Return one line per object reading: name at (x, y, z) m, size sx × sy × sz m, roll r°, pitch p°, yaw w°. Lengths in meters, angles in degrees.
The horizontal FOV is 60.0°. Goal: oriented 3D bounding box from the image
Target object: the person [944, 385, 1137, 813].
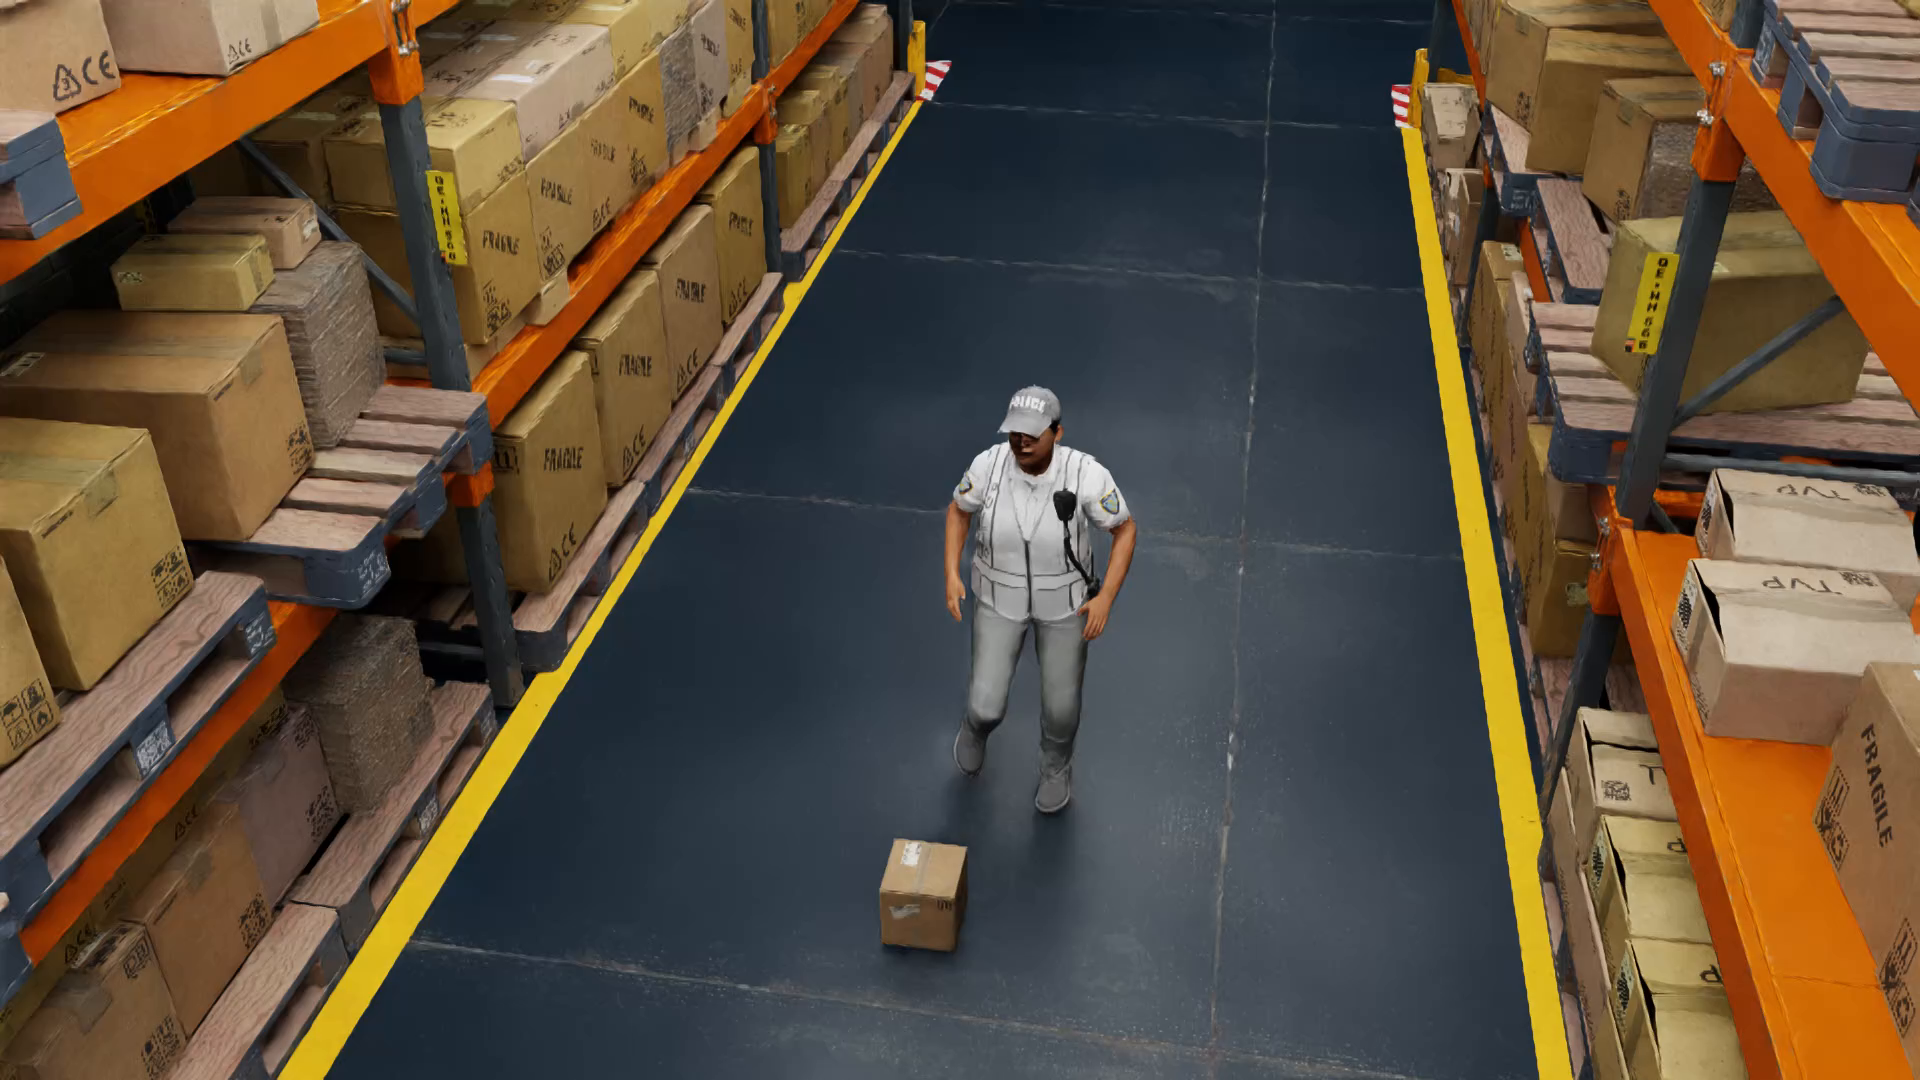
person at (0.266, 0.239, 5.794) m, size 0.663 × 1.642 × 0.497 m, roll 3°, pitch 33°, yaw 4°
